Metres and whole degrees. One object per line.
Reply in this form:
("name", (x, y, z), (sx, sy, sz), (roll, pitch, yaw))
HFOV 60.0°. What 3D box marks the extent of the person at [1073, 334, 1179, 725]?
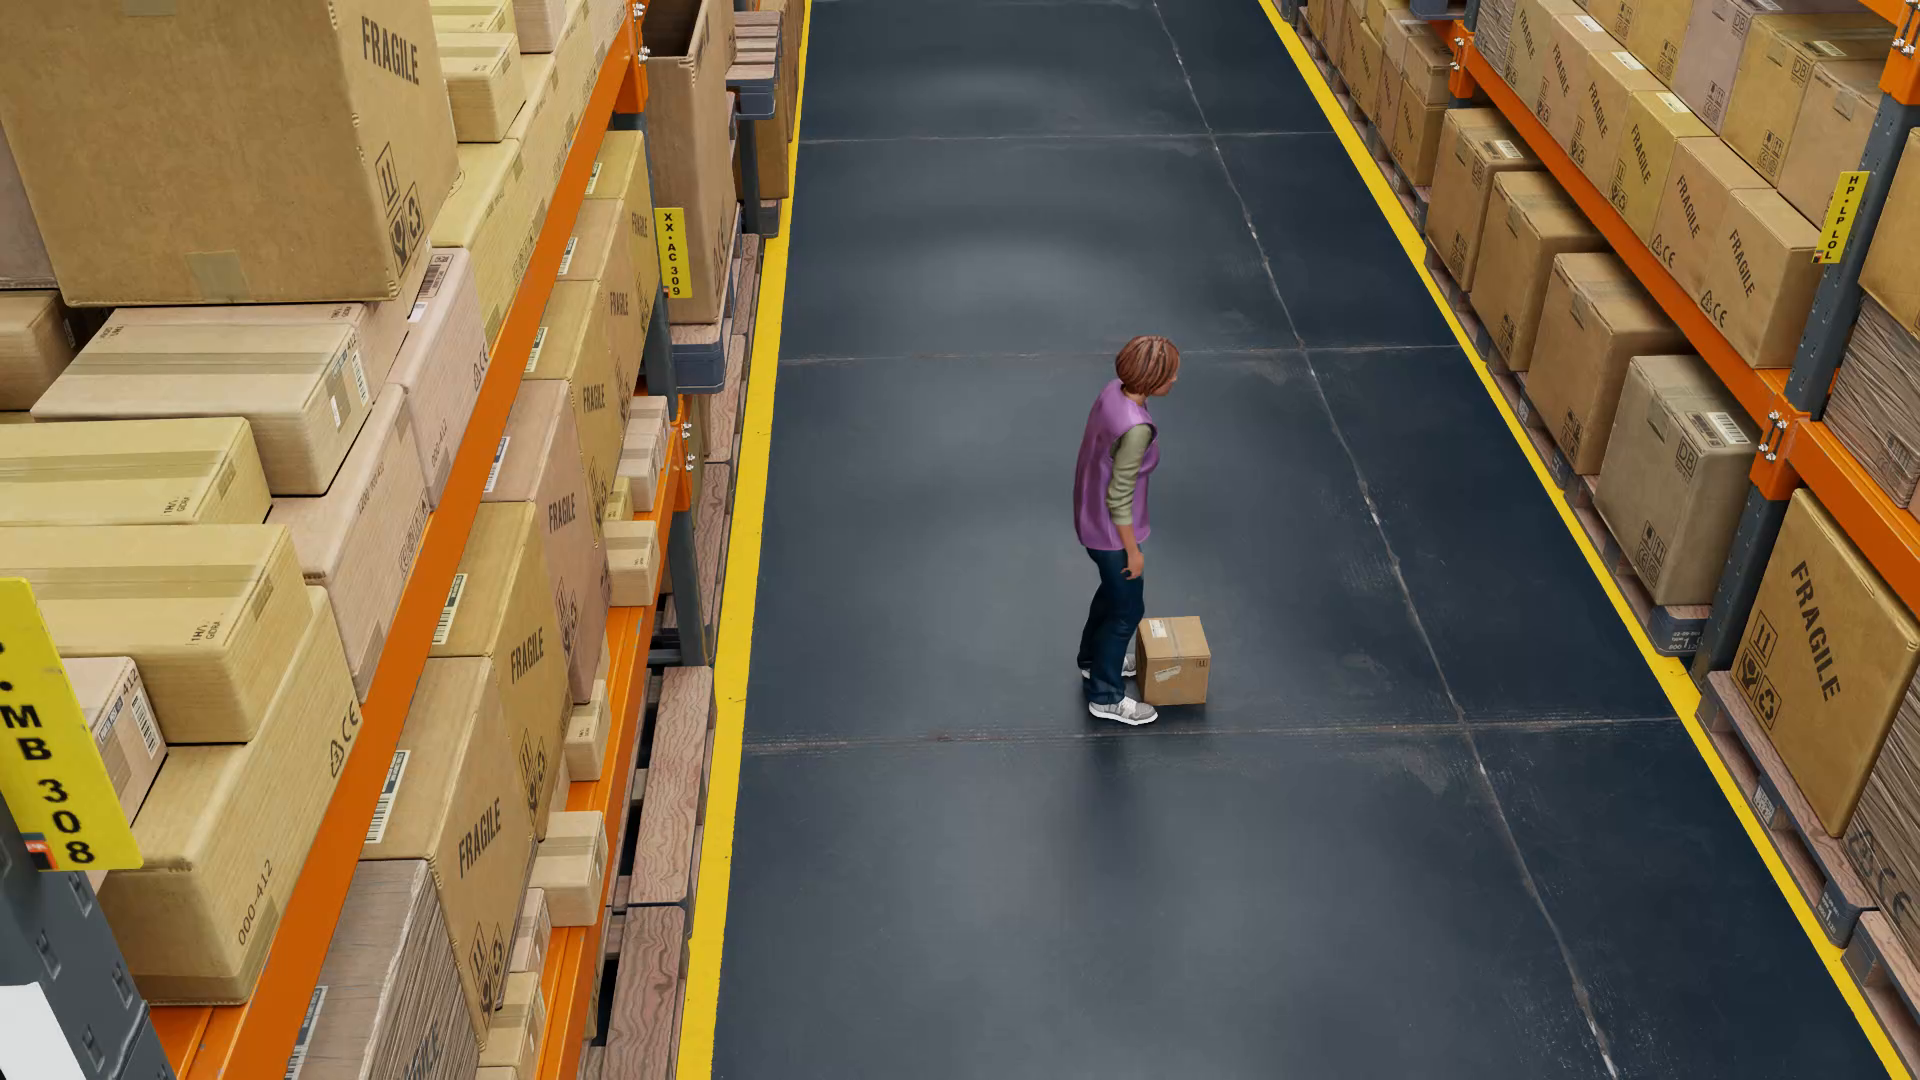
("person", (0.599, -0.043, 6.226), (0.345, 1.581, 0.460), (-1, 36, -2))
